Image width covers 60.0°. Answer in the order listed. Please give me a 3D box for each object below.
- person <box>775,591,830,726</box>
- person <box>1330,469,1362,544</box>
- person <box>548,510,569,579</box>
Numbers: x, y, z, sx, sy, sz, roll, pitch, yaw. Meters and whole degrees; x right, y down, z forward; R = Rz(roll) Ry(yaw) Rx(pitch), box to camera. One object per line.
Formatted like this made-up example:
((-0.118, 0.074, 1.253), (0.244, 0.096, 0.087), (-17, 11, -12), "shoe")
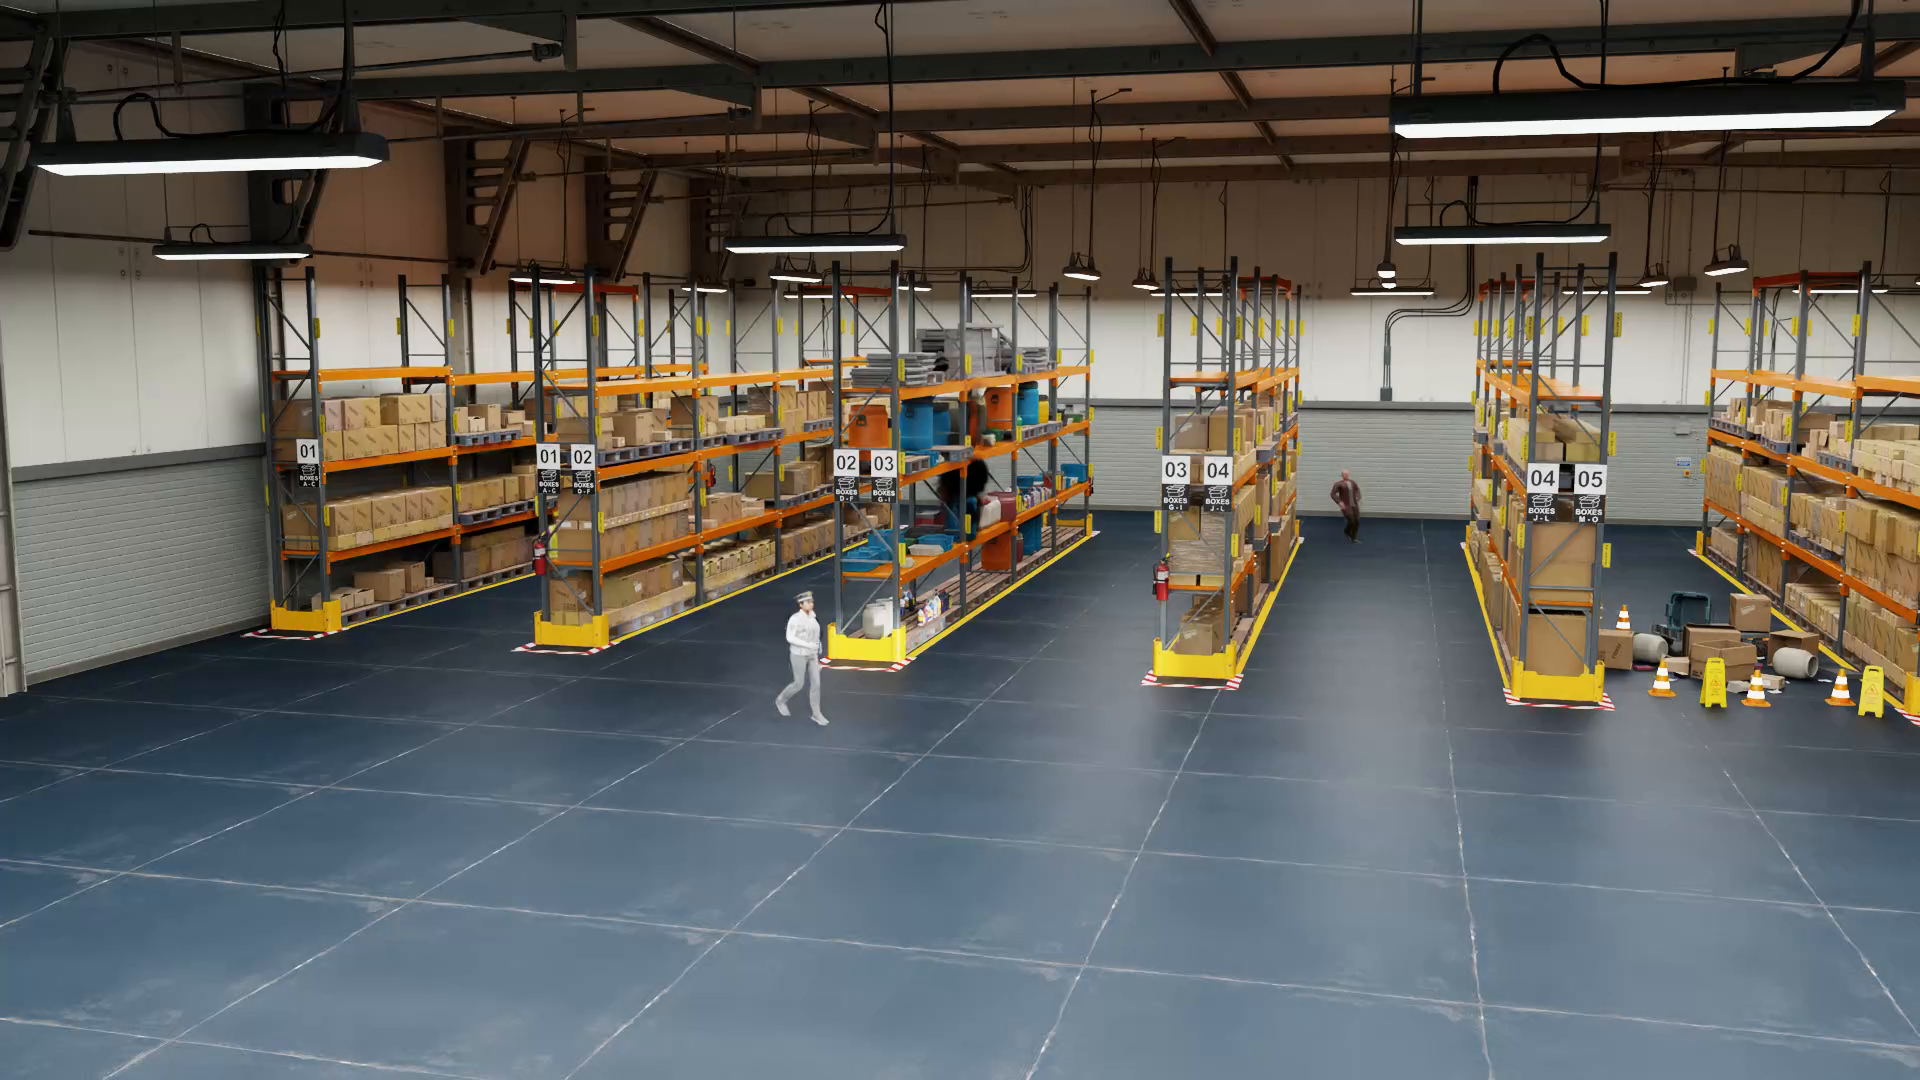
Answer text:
((-2.002, 1.483, 21.220), (0.818, 1.715, 0.638), (6, 9, 38), "person")
((9.091, -0.774, 38.914), (0.792, 1.751, 0.537), (-3, 8, -21), "person")
((-7.135, 0.347, 29.617), (0.695, 1.771, 0.962), (0, 7, -1), "person")
